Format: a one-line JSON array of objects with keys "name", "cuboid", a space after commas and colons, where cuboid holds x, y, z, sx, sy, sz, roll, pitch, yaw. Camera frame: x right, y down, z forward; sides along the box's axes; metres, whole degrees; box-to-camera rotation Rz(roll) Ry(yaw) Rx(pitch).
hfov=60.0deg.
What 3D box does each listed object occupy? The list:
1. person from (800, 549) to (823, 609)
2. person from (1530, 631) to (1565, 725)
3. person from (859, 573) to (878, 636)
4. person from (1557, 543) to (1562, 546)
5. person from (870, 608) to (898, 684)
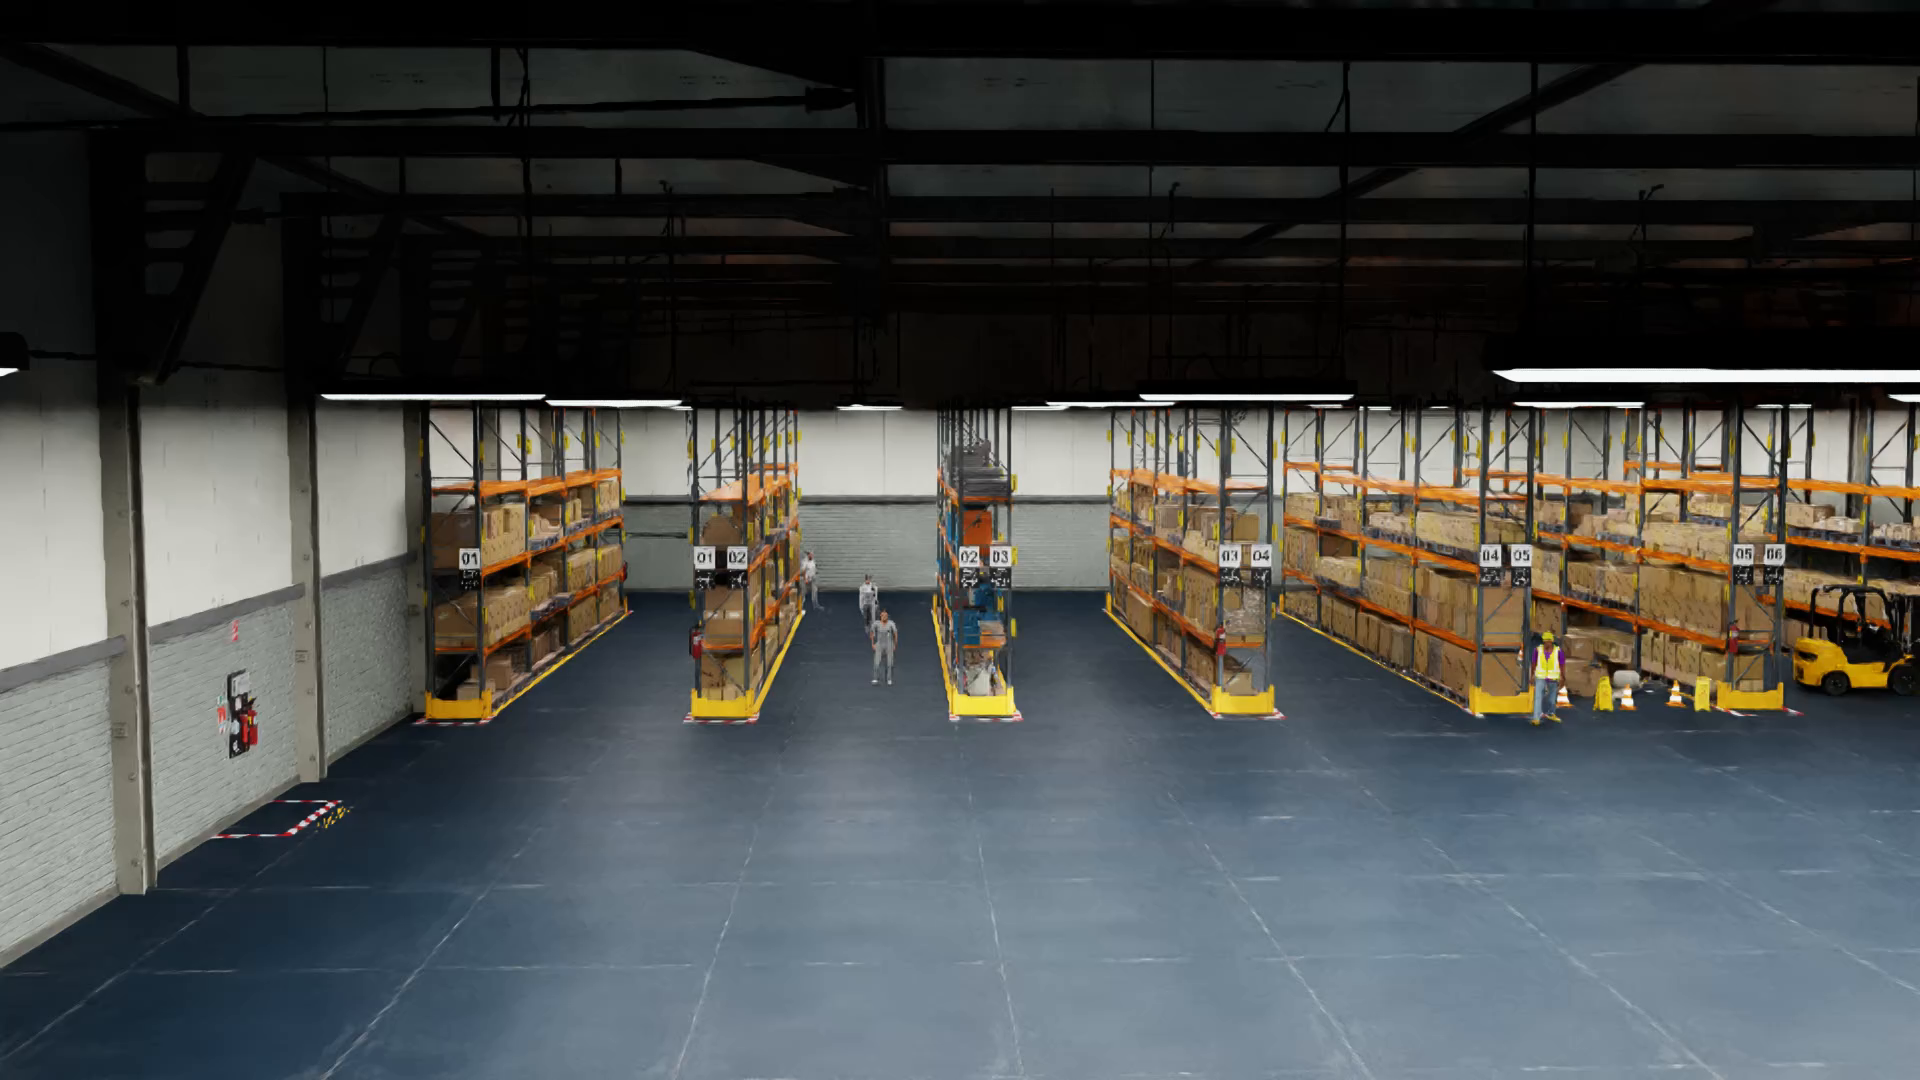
[{"name": "person", "cuboid": [-4.370, 1.120, 48.297, 0.679, 1.748, 0.601, 4, 6, 45]}, {"name": "person", "cuboid": [10.746, 2.518, 30.438, 0.617, 1.723, 0.959, 2, 5, 21]}, {"name": "person", "cuboid": [-2.340, 1.630, 42.479, 0.495, 1.589, 1.086, 0, 4, 0]}, {"name": "person", "cuboid": [18.143, 0.979, 50.072, 0.675, 1.770, 0.618, -3, 5, -35]}, {"name": "person", "cuboid": [-1.597, 2.228, 34.883, 0.580, 1.619, 0.507, 0, 4, -5]}]
